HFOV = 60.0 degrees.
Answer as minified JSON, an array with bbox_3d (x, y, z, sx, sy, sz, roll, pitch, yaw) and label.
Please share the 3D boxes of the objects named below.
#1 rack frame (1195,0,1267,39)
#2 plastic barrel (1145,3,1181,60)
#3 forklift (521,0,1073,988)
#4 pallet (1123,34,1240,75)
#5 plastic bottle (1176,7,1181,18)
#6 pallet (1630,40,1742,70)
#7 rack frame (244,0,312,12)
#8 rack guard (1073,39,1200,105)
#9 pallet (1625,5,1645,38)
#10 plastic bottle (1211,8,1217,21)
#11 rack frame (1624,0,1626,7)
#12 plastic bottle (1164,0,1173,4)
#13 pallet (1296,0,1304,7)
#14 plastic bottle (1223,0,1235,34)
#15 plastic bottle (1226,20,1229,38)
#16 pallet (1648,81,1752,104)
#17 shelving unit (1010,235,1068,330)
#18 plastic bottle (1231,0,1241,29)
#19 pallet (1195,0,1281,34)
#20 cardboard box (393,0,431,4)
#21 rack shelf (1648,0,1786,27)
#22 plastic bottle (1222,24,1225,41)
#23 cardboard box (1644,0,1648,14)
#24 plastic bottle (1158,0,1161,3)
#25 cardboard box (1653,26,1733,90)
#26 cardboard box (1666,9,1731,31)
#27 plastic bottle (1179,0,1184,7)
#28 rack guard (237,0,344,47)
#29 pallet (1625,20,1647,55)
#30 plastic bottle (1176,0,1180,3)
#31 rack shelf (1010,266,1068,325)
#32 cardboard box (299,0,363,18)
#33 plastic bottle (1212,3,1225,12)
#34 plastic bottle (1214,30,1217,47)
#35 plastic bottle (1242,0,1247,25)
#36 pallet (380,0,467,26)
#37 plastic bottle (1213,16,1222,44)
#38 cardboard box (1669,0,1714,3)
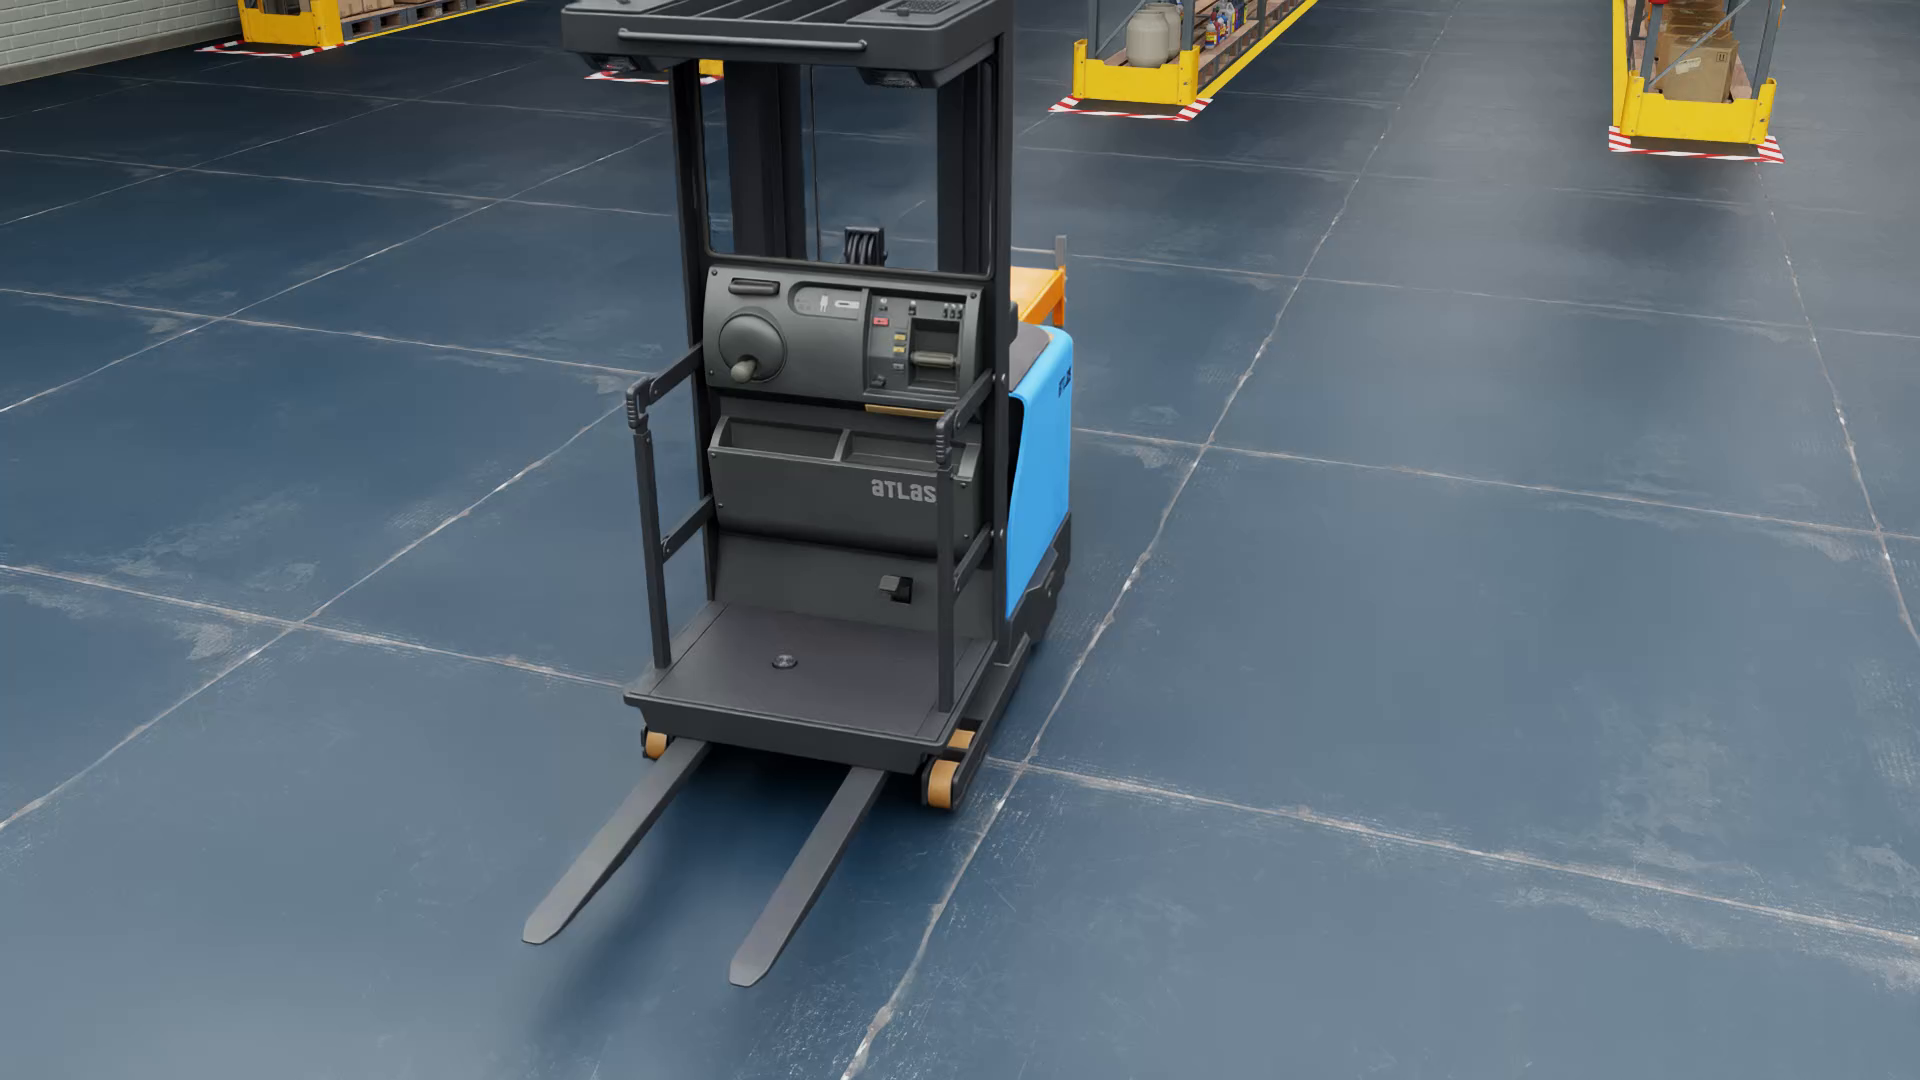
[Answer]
[{"bbox_3d":[3.033,-7.222,18.723,1.000,3.000,0.127,9,27,17],"label":"rack frame"},{"bbox_3d":[2.016,-5.135,16.786,0.421,0.512,0.421,0,26,0],"label":"plastic barrel"},{"bbox_3d":[-0.446,-0.628,5.184,1.130,2.935,3.031,7,27,15],"label":"forklift"},{"bbox_3d":[2.366,-5.194,17.735,1.003,0.211,1.213,9,27,17],"label":"pallet"},{"bbox_3d":[2.317,-5.659,18.116,0.152,0.276,0.135,9,27,17],"label":"plastic bottle"},{"bbox_3d":[7.514,-4.967,17.267,1.003,0.211,1.213,9,27,17],"label":"pallet"},{"bbox_3d":[-7.640,-7.015,18.296,1.000,3.000,0.127,9,27,17],"label":"rack frame"},{"bbox_3d":[1.683,-4.491,15.952,1.175,0.500,0.348,9,27,17],"label":"rack guard"},{"bbox_3d":[8.366,-6.072,19.548,1.003,0.211,1.213,9,27,17],"label":"pallet"},{"bbox_3d":[2.761,-5.628,18.044,0.061,0.283,0.133,9,27,17],"label":"plastic bottle"},{"bbox_3d":[9.035,-8.147,20.635,1.000,3.000,0.127,9,27,17],"label":"rack frame"},{"bbox_3d":[2.310,-5.878,18.484,0.144,0.351,0.185,8,27,15],"label":"plastic bottle"},{"bbox_3d":[4.070,-7.298,22.080,1.003,0.211,1.213,9,27,17],"label":"pallet"},{"bbox_3d":[2.919,-5.709,18.135,0.144,0.351,0.185,9,27,17],"label":"plastic bottle"},{"bbox_3d":[2.848,-5.524,17.922,0.097,0.201,0.097,0,26,0],"label":"plastic bottle"},{"bbox_3d":[6.702,-3.965,15.196,1.003,0.211,1.213,9,27,17],"label":"pallet"},{"bbox_3d":[0.093,-0.679,7.361,0.538,1.125,1.048,7,27,15],"label":"shelving unit"},{"bbox_3d":[3.027,-5.842,18.409,0.144,0.351,0.185,7,27,15],"label":"plastic bottle"},{"bbox_3d":[3.258,-6.295,20.009,1.003,0.211,1.213,9,27,17],"label":"pallet"},{"bbox_3d":[-6.844,-6.887,20.396,0.700,0.500,0.500,7,27,14],"label":"cardboard box"},{"bbox_3d":[7.038,-5.358,15.699,1.077,0.370,4.000,9,27,17],"label":"rack shelf"},{"bbox_3d":[2.779,-5.439,17.748,0.097,0.201,0.097,0,26,0],"label":"plastic bottle"},{"bbox_3d":[8.291,-6.249,19.078,0.700,0.500,0.500,6,27,13],"label":"cardboard box"},{"bbox_3d":[2.169,-5.704,18.123,0.144,0.351,0.185,9,27,17],"label":"plastic bottle"},{"bbox_3d":[6.763,-4.428,15.341,0.500,0.500,0.500,17,30,31],"label":"cardboard box"},{"bbox_3d":[7.217,-4.906,16.327,0.500,0.500,0.500,6,27,13],"label":"cardboard box"},{"bbox_3d":[2.509,-5.935,18.601,0.144,0.351,0.185,9,27,17],"label":"plastic bottle"},{"bbox_3d":[-7.615,-5.921,18.905,1.175,0.500,0.348,9,27,17],"label":"rack guard"},{"bbox_3d":[7.961,-5.569,18.509,1.003,0.211,1.213,9,27,17],"label":"pallet"},{"bbox_3d":[2.432,-5.990,18.799,0.152,0.276,0.135,10,27,19],"label":"plastic bottle"},{"bbox_3d":[0.093,-0.942,7.234,0.538,0.278,1.000,7,27,15],"label":"rack shelf"},{"bbox_3d":[-7.325,-6.274,19.346,0.500,0.311,0.500,6,26,12],"label":"cardboard box"},{"bbox_3d":[2.879,-5.820,18.448,0.152,0.276,0.135,9,27,17],"label":"plastic bottle"},{"bbox_3d":[2.634,-5.259,17.376,0.097,0.201,0.097,0,26,0],"label":"plastic bottle"},{"bbox_3d":[3.184,-5.952,18.712,0.061,0.283,0.133,10,28,20],"label":"plastic bottle"},{"bbox_3d":[-6.904,-6.619,20.679,1.003,0.211,1.213,9,27,17],"label":"pallet"},{"bbox_3d":[2.713,-5.389,17.564,0.097,0.271,0.097,0,26,0],"label":"plastic bottle"},{"bbox_3d":[7.533,-5.409,17.366,0.500,0.500,0.500,8,27,16],"label":"cardboard box"}]
